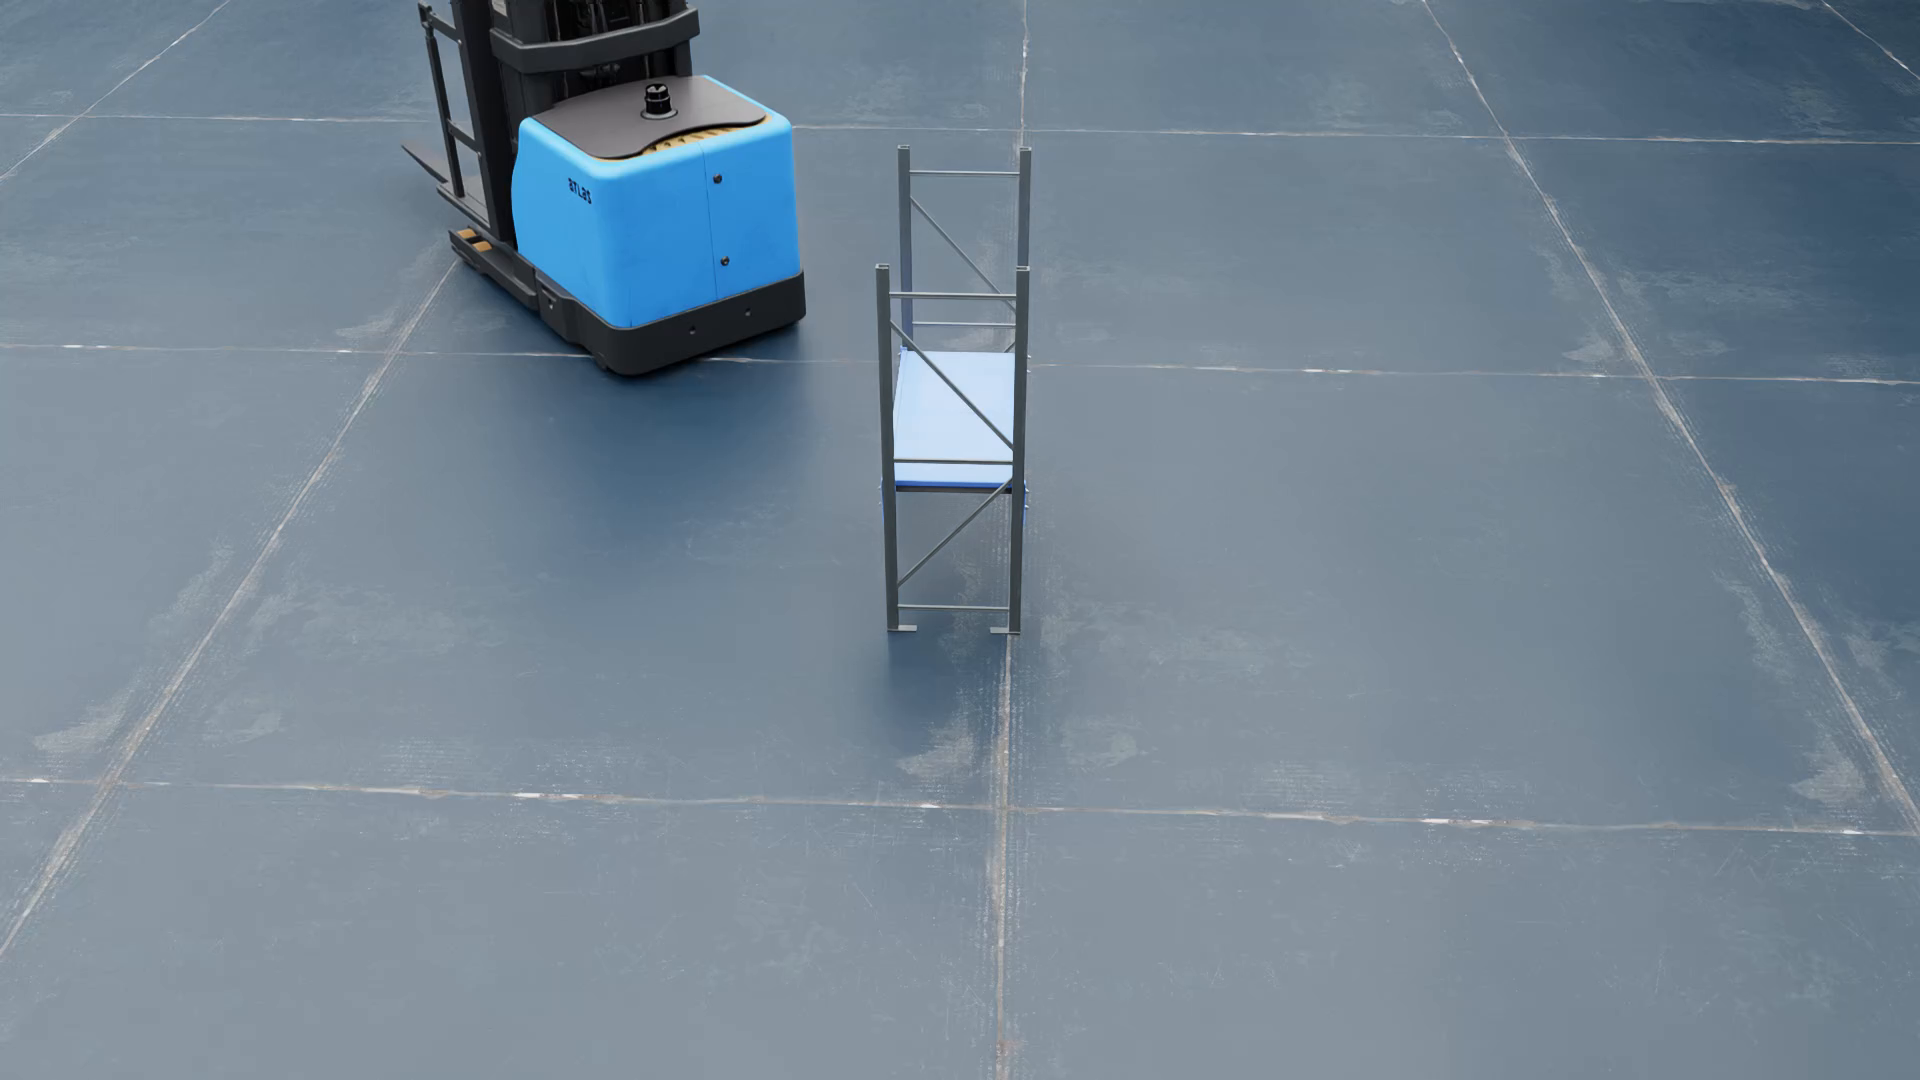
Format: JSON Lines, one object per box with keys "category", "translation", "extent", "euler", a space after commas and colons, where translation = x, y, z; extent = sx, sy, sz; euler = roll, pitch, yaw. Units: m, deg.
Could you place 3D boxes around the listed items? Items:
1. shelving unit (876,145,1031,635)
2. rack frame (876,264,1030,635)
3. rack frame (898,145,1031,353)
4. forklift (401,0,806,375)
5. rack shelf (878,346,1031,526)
{"category": "shelving unit", "translation": [-0.003, -0.565, 6.249], "extent": [0.538, 1.500, 1.048], "euler": [1, 35, 2]}
{"category": "rack frame", "translation": [-0.024, -0.273, 5.833], "extent": [0.500, 1.500, 0.032], "euler": [1, 35, 2]}
{"category": "rack frame", "translation": [0.017, -0.857, 6.665], "extent": [0.500, 1.500, 0.032], "euler": [1, 35, 2]}
{"category": "forklift", "translation": [-2.057, -2.754, 8.119], "extent": [1.130, 2.935, 3.031], "euler": [-24, 42, -30]}
{"category": "rack shelf", "translation": [-0.003, -0.417, 6.352], "extent": [0.538, 0.185, 1.000], "euler": [1, 35, 2]}
